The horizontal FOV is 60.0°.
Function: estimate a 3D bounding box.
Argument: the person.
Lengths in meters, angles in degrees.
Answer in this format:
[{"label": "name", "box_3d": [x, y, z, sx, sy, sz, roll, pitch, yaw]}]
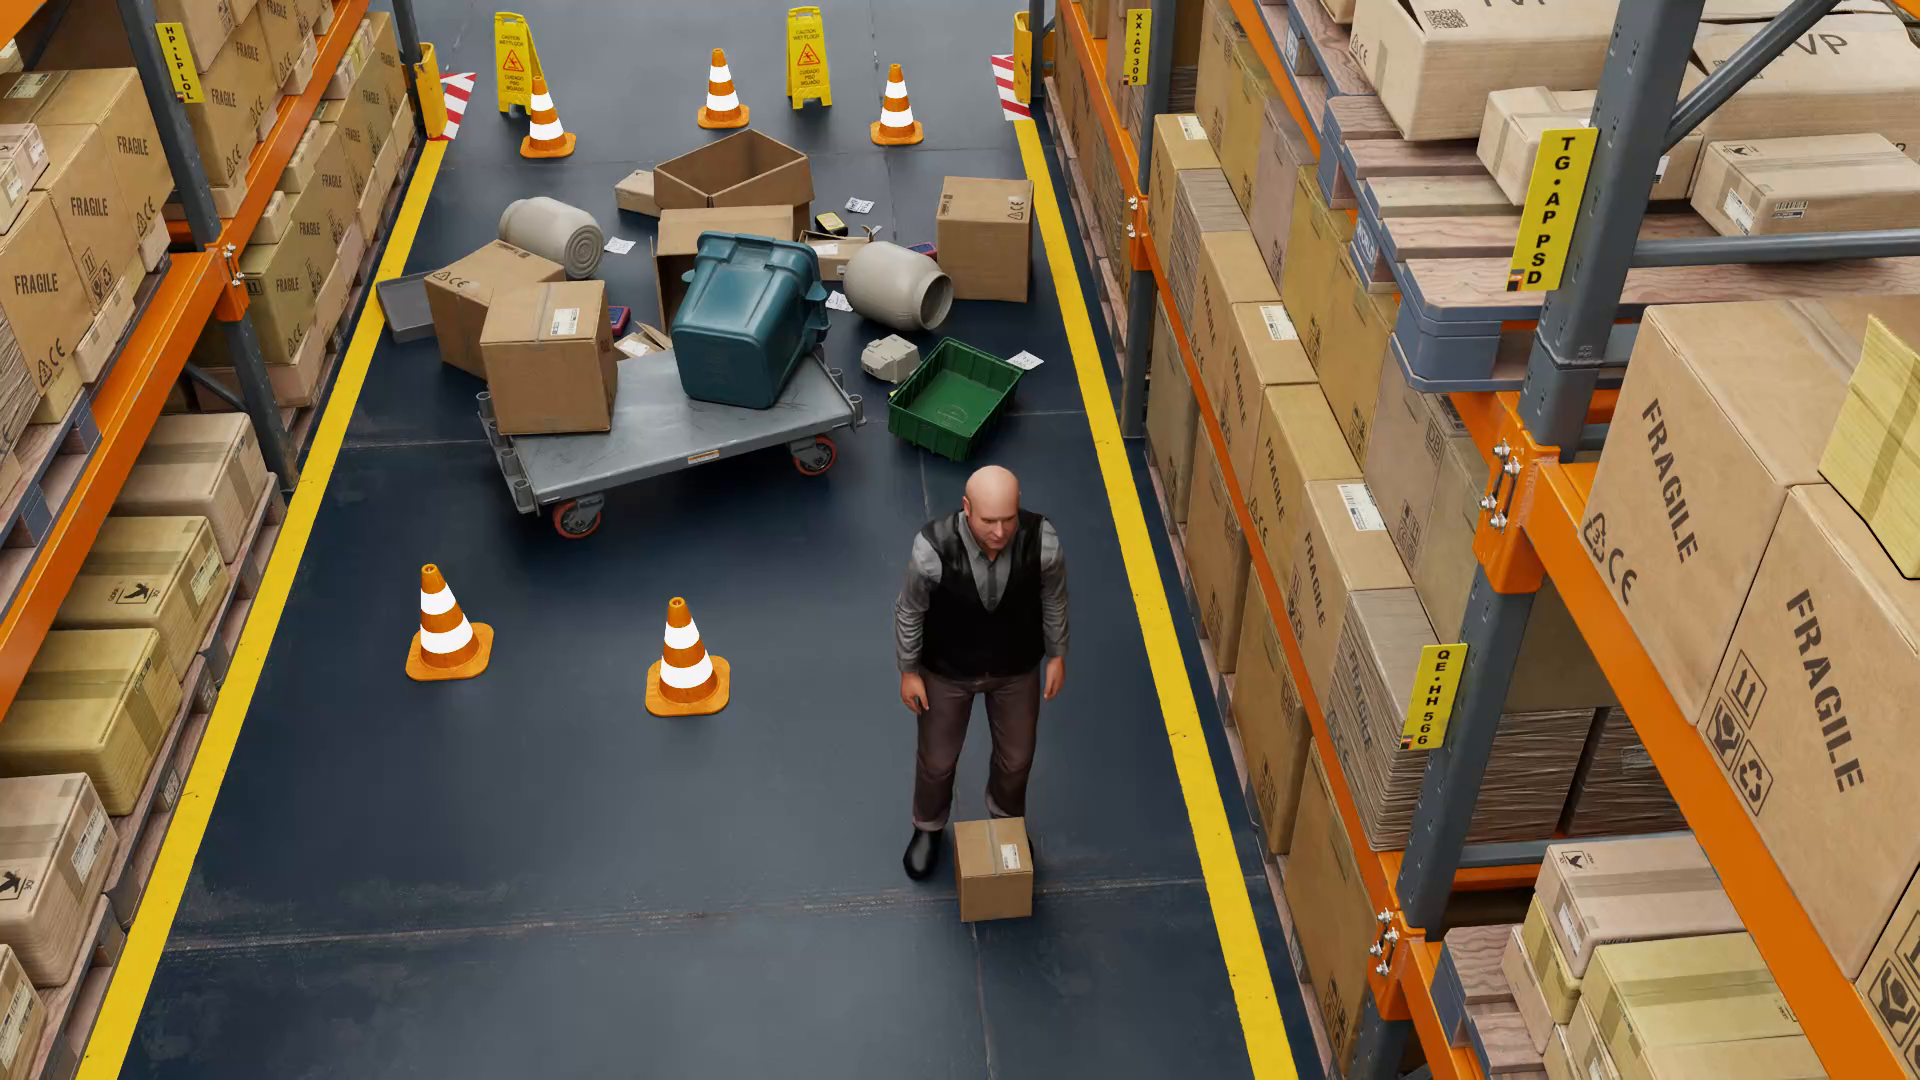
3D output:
[{"label": "person", "box_3d": [0.074, 0.395, 5.637, 0.587, 1.665, 0.407, -5, 39, -6]}]
